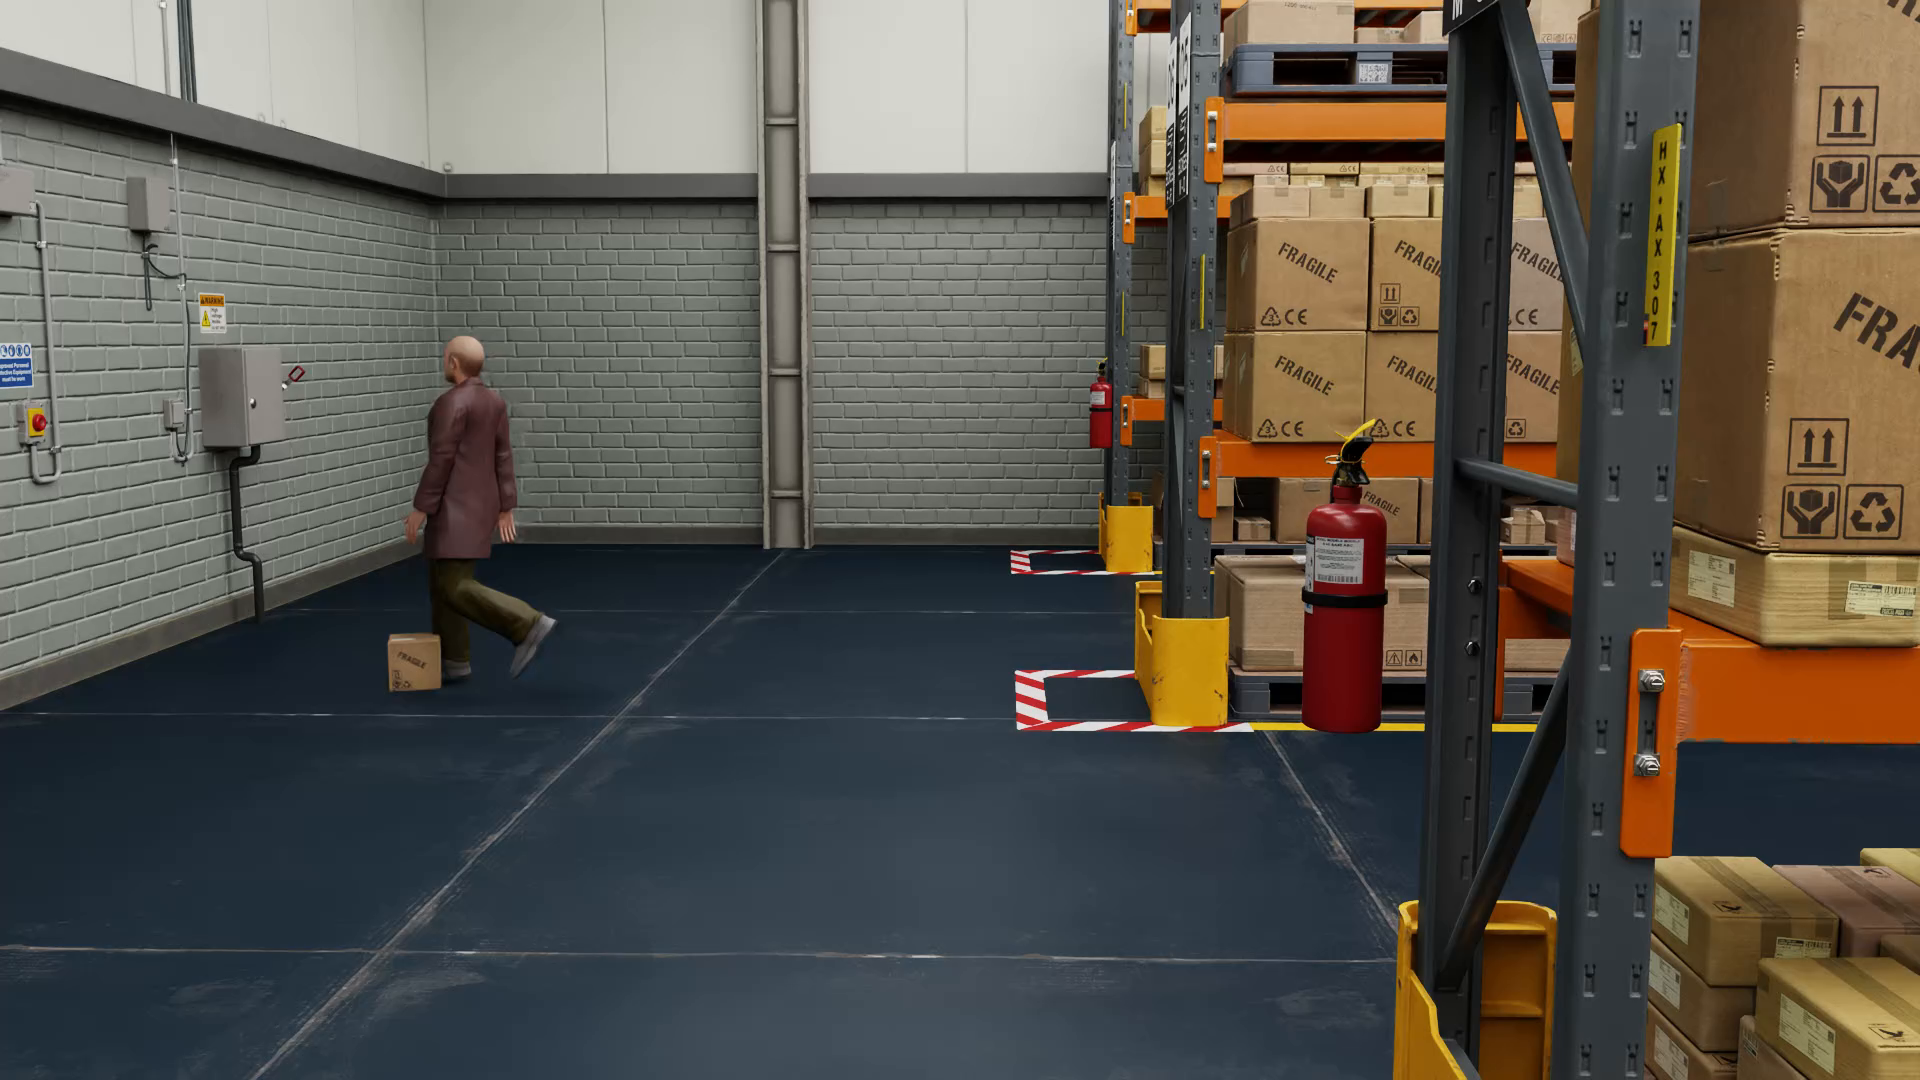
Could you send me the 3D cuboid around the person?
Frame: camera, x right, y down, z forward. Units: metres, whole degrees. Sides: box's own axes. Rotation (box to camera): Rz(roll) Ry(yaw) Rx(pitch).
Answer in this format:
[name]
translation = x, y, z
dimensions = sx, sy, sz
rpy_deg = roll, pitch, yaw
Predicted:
[person]
translation = -2.463, -0.153, 8.409
dimensions = 0.921, 1.745, 0.595
rpy_deg = 1, 7, 9
